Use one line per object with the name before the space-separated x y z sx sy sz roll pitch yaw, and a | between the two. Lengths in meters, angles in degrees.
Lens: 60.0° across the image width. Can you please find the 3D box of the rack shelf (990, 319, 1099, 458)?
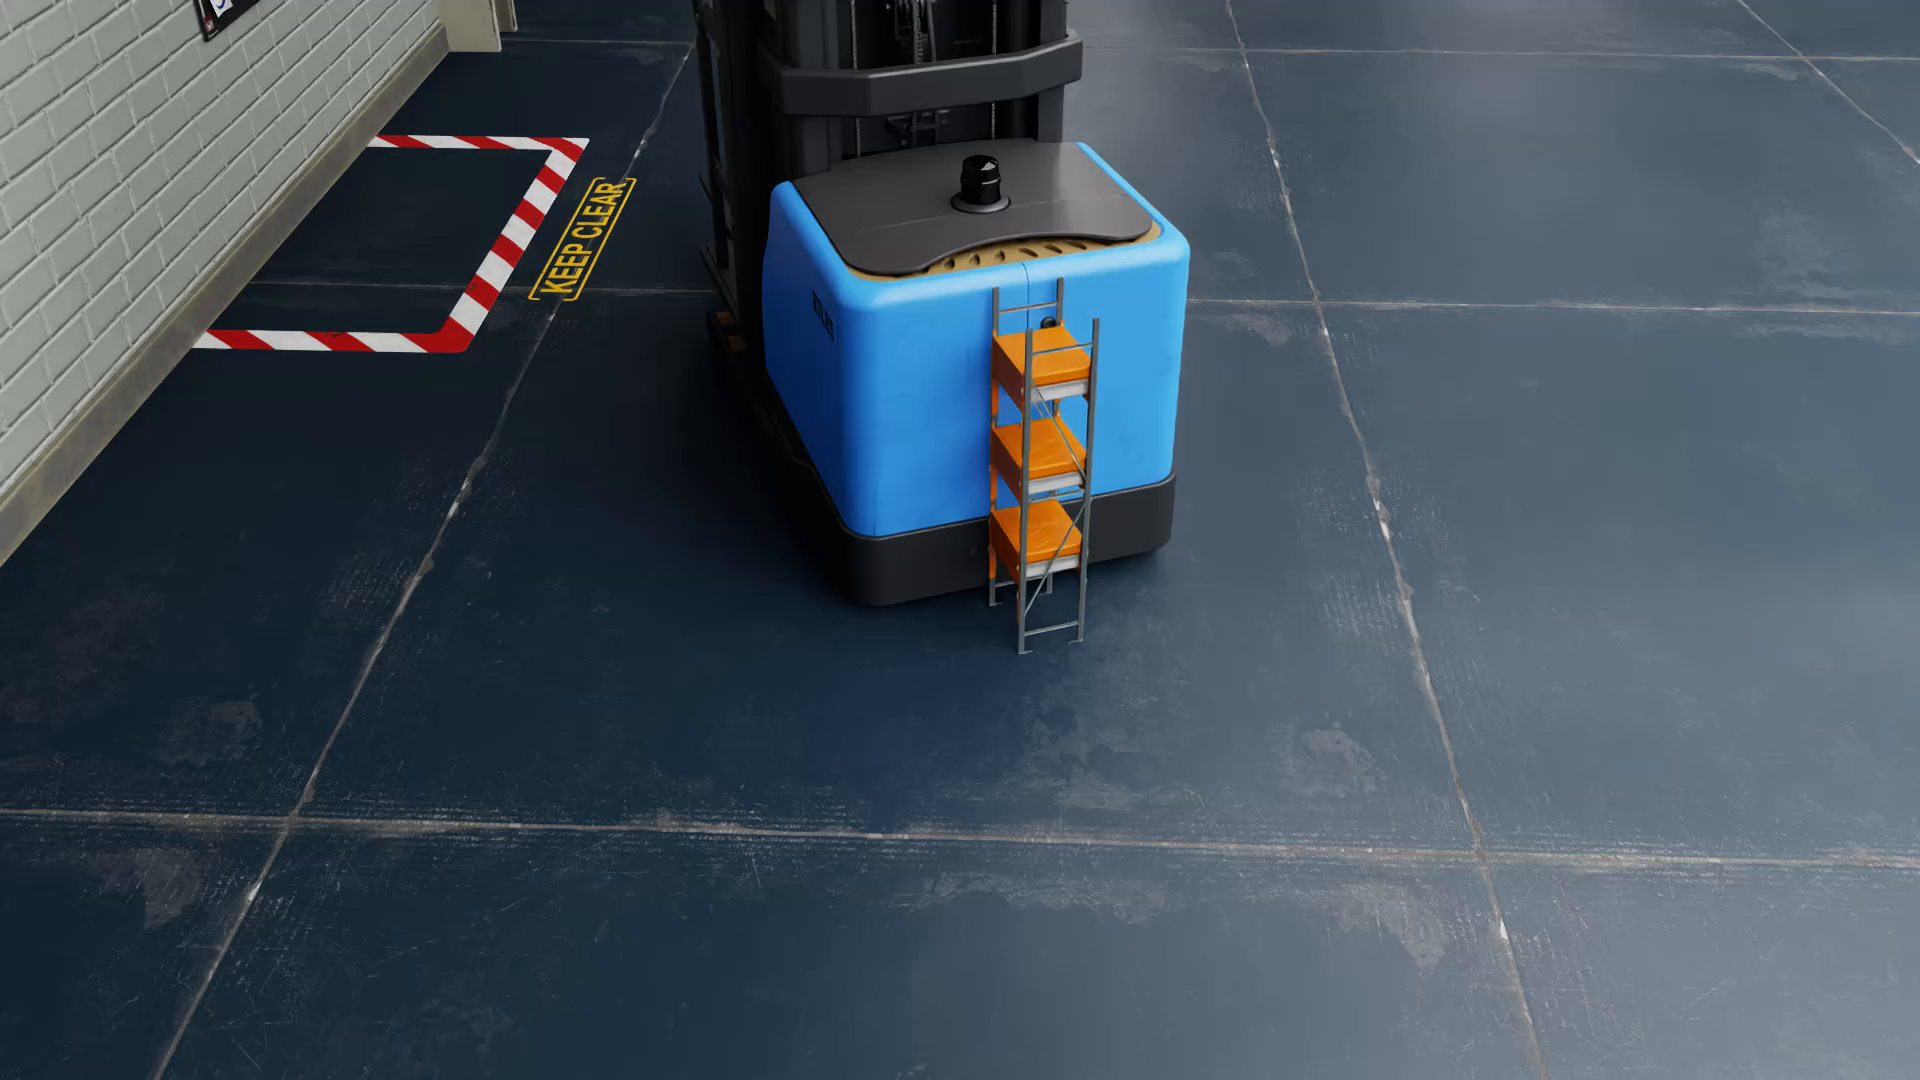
rack shelf | 0.221 -0.407 4.441 0.215 0.259 0.240 -11 37 -15

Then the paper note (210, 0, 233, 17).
paper note | -2.859 -2.111 6.412 0.016 0.148 0.142 1 35 2

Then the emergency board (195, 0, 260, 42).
emergency board | -2.801 -2.567 6.294 0.157 1.169 0.626 1 35 2

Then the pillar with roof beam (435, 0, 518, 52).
pillar with roof beam | 1.656 -6.346 6.453 9.100 9.000 0.400 1 35 2

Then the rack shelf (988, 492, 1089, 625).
rack shelf | 0.221 0.053 4.764 0.215 0.259 0.240 -11 37 -15

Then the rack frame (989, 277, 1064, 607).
rack frame | 0.181 -0.250 4.692 0.200 1.050 0.008 -11 37 -15

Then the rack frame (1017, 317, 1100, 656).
rack frame | 0.261 -0.117 4.504 0.200 1.050 0.008 -11 37 -15

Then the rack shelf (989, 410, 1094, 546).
rack shelf | 0.221 -0.175 4.604 0.215 0.259 0.240 -11 37 -15

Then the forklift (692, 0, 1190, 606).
forklift | -0.306 -1.851 5.334 1.130 2.935 3.031 -11 37 -15

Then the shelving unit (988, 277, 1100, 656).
shelving unit | 0.221 -0.183 4.598 0.215 1.050 0.252 -11 37 -15
